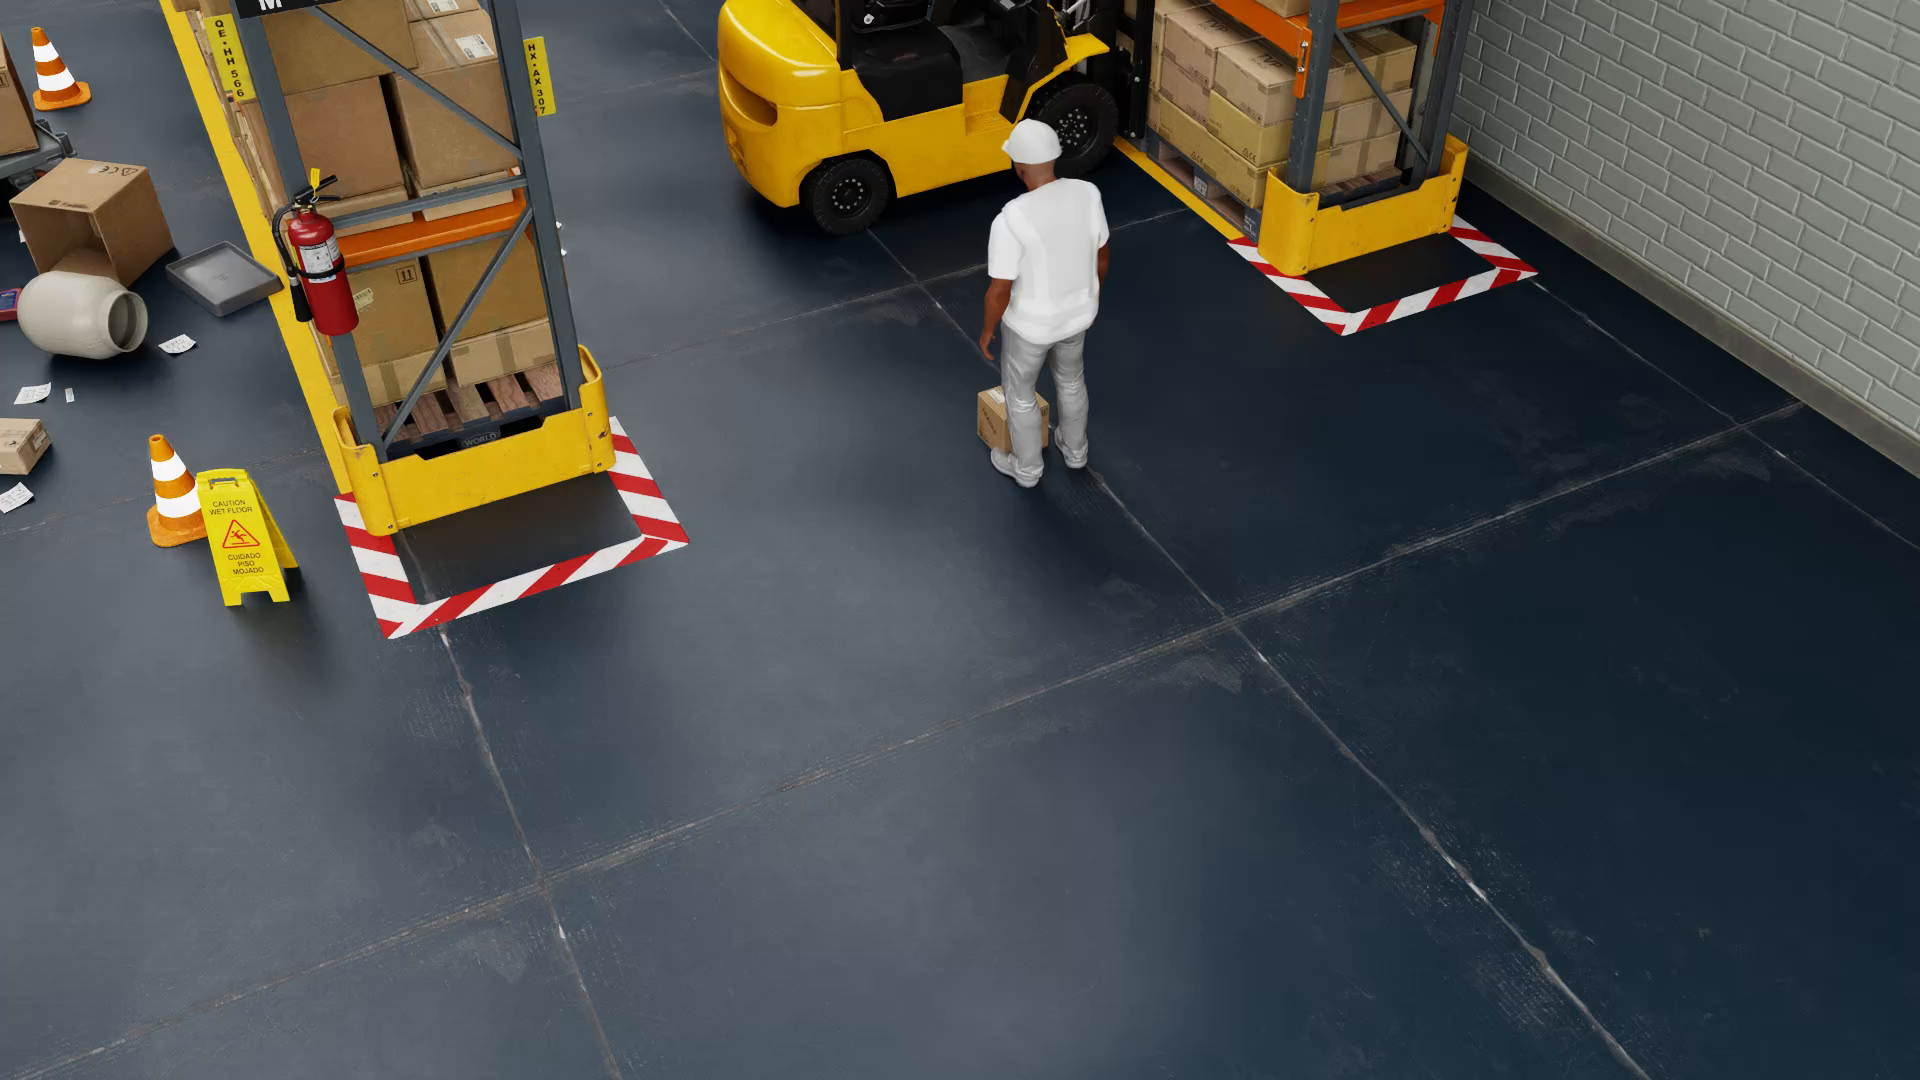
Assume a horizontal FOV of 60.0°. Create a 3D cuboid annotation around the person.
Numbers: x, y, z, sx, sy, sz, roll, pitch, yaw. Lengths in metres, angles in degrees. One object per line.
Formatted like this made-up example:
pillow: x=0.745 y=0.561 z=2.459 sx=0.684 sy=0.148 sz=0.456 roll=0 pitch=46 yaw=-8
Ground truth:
person: x=0.359 y=-1.012 z=7.309 sx=0.633 sy=1.759 sz=0.462 roll=-22 pitch=45 yaw=-23
